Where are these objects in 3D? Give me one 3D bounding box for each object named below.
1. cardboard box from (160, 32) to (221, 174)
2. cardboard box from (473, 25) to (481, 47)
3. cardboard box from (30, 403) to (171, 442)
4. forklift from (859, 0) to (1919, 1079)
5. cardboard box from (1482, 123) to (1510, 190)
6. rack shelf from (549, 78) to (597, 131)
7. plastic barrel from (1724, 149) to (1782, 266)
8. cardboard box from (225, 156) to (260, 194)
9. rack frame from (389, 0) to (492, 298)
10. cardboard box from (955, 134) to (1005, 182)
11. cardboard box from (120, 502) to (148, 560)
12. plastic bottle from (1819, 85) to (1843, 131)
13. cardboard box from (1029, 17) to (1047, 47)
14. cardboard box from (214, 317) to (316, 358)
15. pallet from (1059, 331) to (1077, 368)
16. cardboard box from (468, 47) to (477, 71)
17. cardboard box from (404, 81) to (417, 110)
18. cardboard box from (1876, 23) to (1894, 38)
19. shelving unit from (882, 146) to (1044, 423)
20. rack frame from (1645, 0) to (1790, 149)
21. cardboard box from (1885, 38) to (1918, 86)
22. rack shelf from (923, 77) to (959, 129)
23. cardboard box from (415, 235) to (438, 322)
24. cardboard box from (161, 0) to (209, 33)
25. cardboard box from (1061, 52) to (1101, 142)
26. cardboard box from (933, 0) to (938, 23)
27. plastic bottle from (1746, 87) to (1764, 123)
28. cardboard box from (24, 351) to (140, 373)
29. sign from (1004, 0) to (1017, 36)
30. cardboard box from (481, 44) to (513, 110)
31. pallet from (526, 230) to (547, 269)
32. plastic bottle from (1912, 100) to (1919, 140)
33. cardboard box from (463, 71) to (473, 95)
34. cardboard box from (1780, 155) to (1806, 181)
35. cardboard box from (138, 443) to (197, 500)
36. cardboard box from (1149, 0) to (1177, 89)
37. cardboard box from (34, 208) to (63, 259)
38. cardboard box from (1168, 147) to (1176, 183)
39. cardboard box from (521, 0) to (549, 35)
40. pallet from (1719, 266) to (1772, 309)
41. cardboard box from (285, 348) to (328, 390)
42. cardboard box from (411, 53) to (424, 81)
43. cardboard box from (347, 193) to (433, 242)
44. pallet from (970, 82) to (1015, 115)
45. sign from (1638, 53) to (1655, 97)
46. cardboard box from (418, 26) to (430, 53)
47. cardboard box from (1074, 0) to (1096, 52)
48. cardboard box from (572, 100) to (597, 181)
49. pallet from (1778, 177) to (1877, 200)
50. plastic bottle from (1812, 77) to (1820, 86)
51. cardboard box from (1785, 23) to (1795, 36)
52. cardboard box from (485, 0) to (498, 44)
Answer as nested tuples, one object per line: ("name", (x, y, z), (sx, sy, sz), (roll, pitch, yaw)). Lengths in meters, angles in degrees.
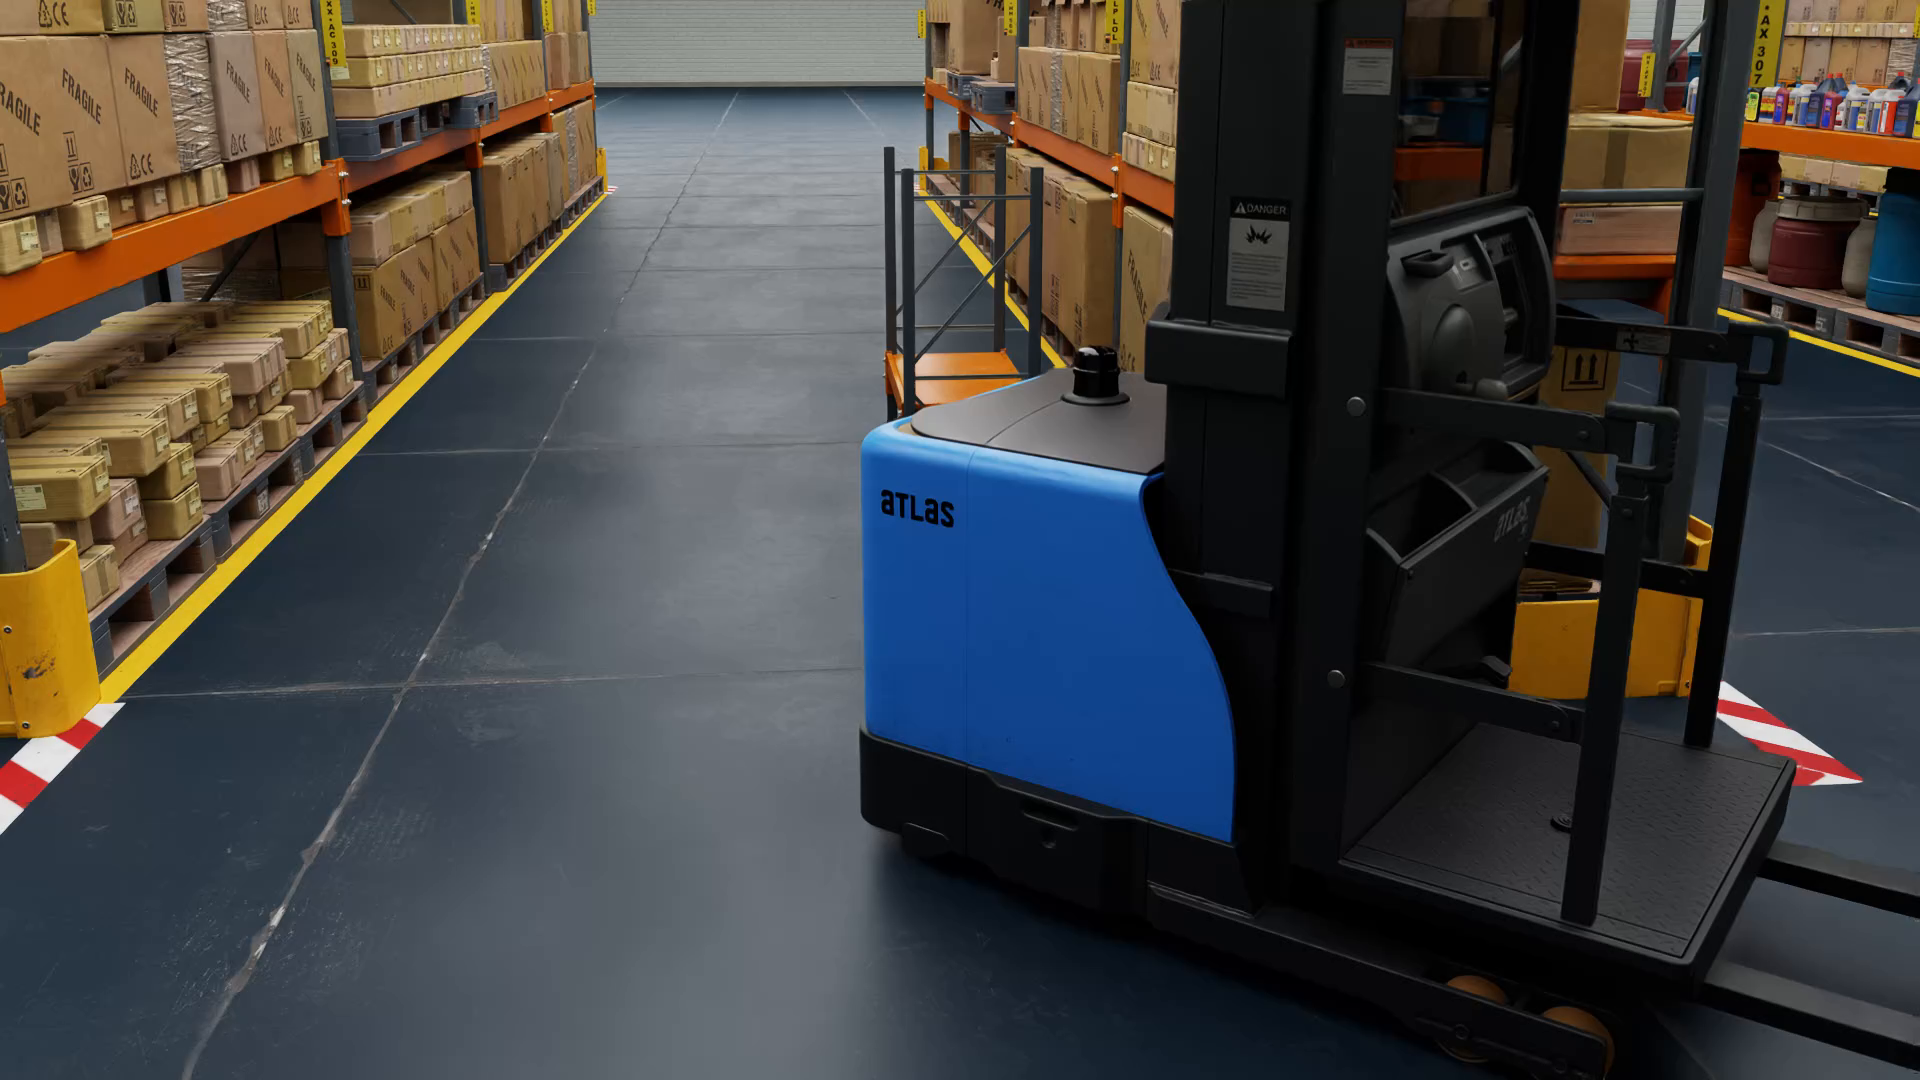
("cardboard box", (-3.155, -1.656, 6.280), (0.500, 0.500, 0.500), (-2, 18, -7))
("cardboard box", (-3.525, -3.483, 11.489), (0.380, 0.149, 0.250), (-2, 18, -8))
("cardboard box", (-3.077, -0.387, 5.966), (0.380, 0.149, 0.250), (-3, 18, -8))
("forklift", (1.246, -0.498, 3.369), (3.031, 2.935, 1.130), (12, 21, 33))
("cardboard box", (1.424, -1.197, 5.236), (0.500, 0.250, 0.500), (-2, 18, -7))
("rack shelf", (-4.650, -4.695, 17.826), (1.077, 0.370, 4.000), (-2, 18, -6))
("plastic barrel", (5.907, -2.547, 12.703), (0.600, 0.830, 0.708), (-2, 18, -6))
("cardboard box", (-3.193, -1.549, 7.022), (0.380, 0.149, 0.250), (-3, 18, -8))
("rack frame", (-4.031, -3.251, 12.024), (1.000, 3.000, 0.127), (-2, 18, -6))
("cardboard box", (0.231, -4.402, 19.161), (0.500, 0.500, 0.500), (3, 18, 9))
("cardboard box", (-3.083, -0.023, 5.800), (0.380, 0.149, 0.250), (-2, 17, -5))
("plastic bottle", (5.693, -2.823, 10.855), (0.061, 0.283, 0.133), (-2, 18, -6))
("cardboard box", (0.817, -3.782, 12.847), (0.500, 0.500, 0.500), (-4, 18, -12))
("cardboard box", (-3.225, -0.936, 7.717), (0.380, 0.149, 0.250), (-2, 18, -6))
("pallet", (1.171, -1.079, 9.763), (1.003, 0.211, 1.213), (-2, 18, -6))
("cardboard box", (-3.498, -3.261, 11.277), (0.380, 0.149, 0.250), (-1, 17, -4))
("cardboard box", (-3.283, -2.503, 9.360), (0.380, 0.149, 0.250), (-2, 18, -5))
("cardboard box", (10.060, -5.454, 17.791), (0.380, 0.149, 0.250), (-2, 18, -7))
("shelving unit", (-0.008, -0.738, 6.525), (0.587, 1.500, 1.083), (-2, 18, -6))
("rack frame", (5.839, -3.527, 12.903), (1.000, 3.000, 0.127), (-2, 18, -6))
("cardboard box", (10.302, -5.050, 17.589), (0.700, 0.500, 0.500), (-2, 18, -7))
("rack shelf", (0.294, -4.818, 18.218), (1.077, 0.370, 4.000), (-2, 18, -6))
("cardboard box", (-3.555, -1.608, 10.265), (0.500, 0.500, 0.500), (-1, 17, -5))
("cardboard box", (-3.134, -2.133, 6.132), (0.500, 0.500, 0.500), (-2, 18, -7))
("cardboard box", (0.900, -2.664, 9.988), (0.500, 0.500, 0.500), (-2, 18, -6))
("cardboard box", (-0.029, -5.954, 18.300), (0.500, 0.500, 0.500), (-2, 18, -6))
("plastic bottle", (5.602, -3.084, 11.689), (0.061, 0.283, 0.133), (-2, 18, -6))
("cardboard box", (-3.640, -0.682, 6.908), (0.380, 0.149, 0.250), (-3, 18, -8))
("sign", (0.374, -3.869, 12.192), (0.100, 0.325, 0.005), (-2, 18, -6))
("cardboard box", (-3.916, -3.742, 13.422), (0.500, 0.500, 0.500), (-2, 18, -6))
("pallet", (-4.160, -2.520, 14.352), (1.003, 0.211, 1.213), (-2, 18, -6))
("plastic bottle", (5.832, -2.575, 9.955), (0.144, 0.351, 0.185), (-2, 18, -6))
("cardboard box", (-3.472, -3.048, 11.096), (0.380, 0.149, 0.250), (-1, 17, -5))
("cardboard box", (9.929, -4.337, 19.374), (0.500, 0.250, 0.500), (-2, 18, -6))
("cardboard box", (-3.009, -0.247, 6.017), (0.380, 0.149, 0.250), (-1, 17, -4))
("cardboard box", (1.163, -2.313, 7.538), (0.500, 0.500, 0.500), (-2, 18, -6))
("cardboard box", (-2.981, -0.929, 5.047), (0.380, 0.149, 0.250), (-1, 17, -4))
("cardboard box", (1.135, -1.653, 7.353), (0.380, 0.149, 0.250), (-2, 18, -6))
("cardboard box", (-4.448, -5.140, 15.989), (0.875, 0.550, 0.550), (-2, 18, -6))
("pallet", (5.962, -1.963, 12.577), (1.003, 0.211, 1.213), (-2, 18, -6))
("cardboard box", (-3.185, -0.798, 7.772), (0.380, 0.149, 0.250), (-2, 18, -8))
("cardboard box", (-3.315, -2.725, 9.570), (0.380, 0.149, 0.250), (-1, 17, -3))
("cardboard box", (-3.538, -1.964, 10.144), (0.500, 0.250, 0.500), (-1, 17, -4))
("pallet", (0.733, -3.491, 13.111), (1.213, 0.211, 1.003), (-2, 18, -6))
("sign", (5.293, -3.586, 12.818), (0.100, 0.325, 0.005), (-2, 18, -6))
("cardboard box", (-3.336, -2.940, 9.760), (0.380, 0.149, 0.250), (-1, 17, -4))
("cardboard box", (1.112, -3.288, 10.301), (0.797, 0.503, 0.637), (-1, 17, -4))
("cardboard box", (-4.721, -4.621, 19.234), (0.875, 0.875, 0.875), (-2, 18, -5))
("pallet", (10.185, -4.143, 19.520), (1.003, 0.211, 1.213), (-2, 18, -6))
("plastic bottle", (6.329, -3.295, 12.360), (0.061, 0.283, 0.133), (-2, 18, -6))
("cardboard box", (9.876, -5.988, 19.494), (0.380, 0.149, 0.250), (-2, 18, -7))
("cardboard box", (-4.229, -4.365, 13.738), (0.700, 0.500, 0.500), (-2, 18, -6))
